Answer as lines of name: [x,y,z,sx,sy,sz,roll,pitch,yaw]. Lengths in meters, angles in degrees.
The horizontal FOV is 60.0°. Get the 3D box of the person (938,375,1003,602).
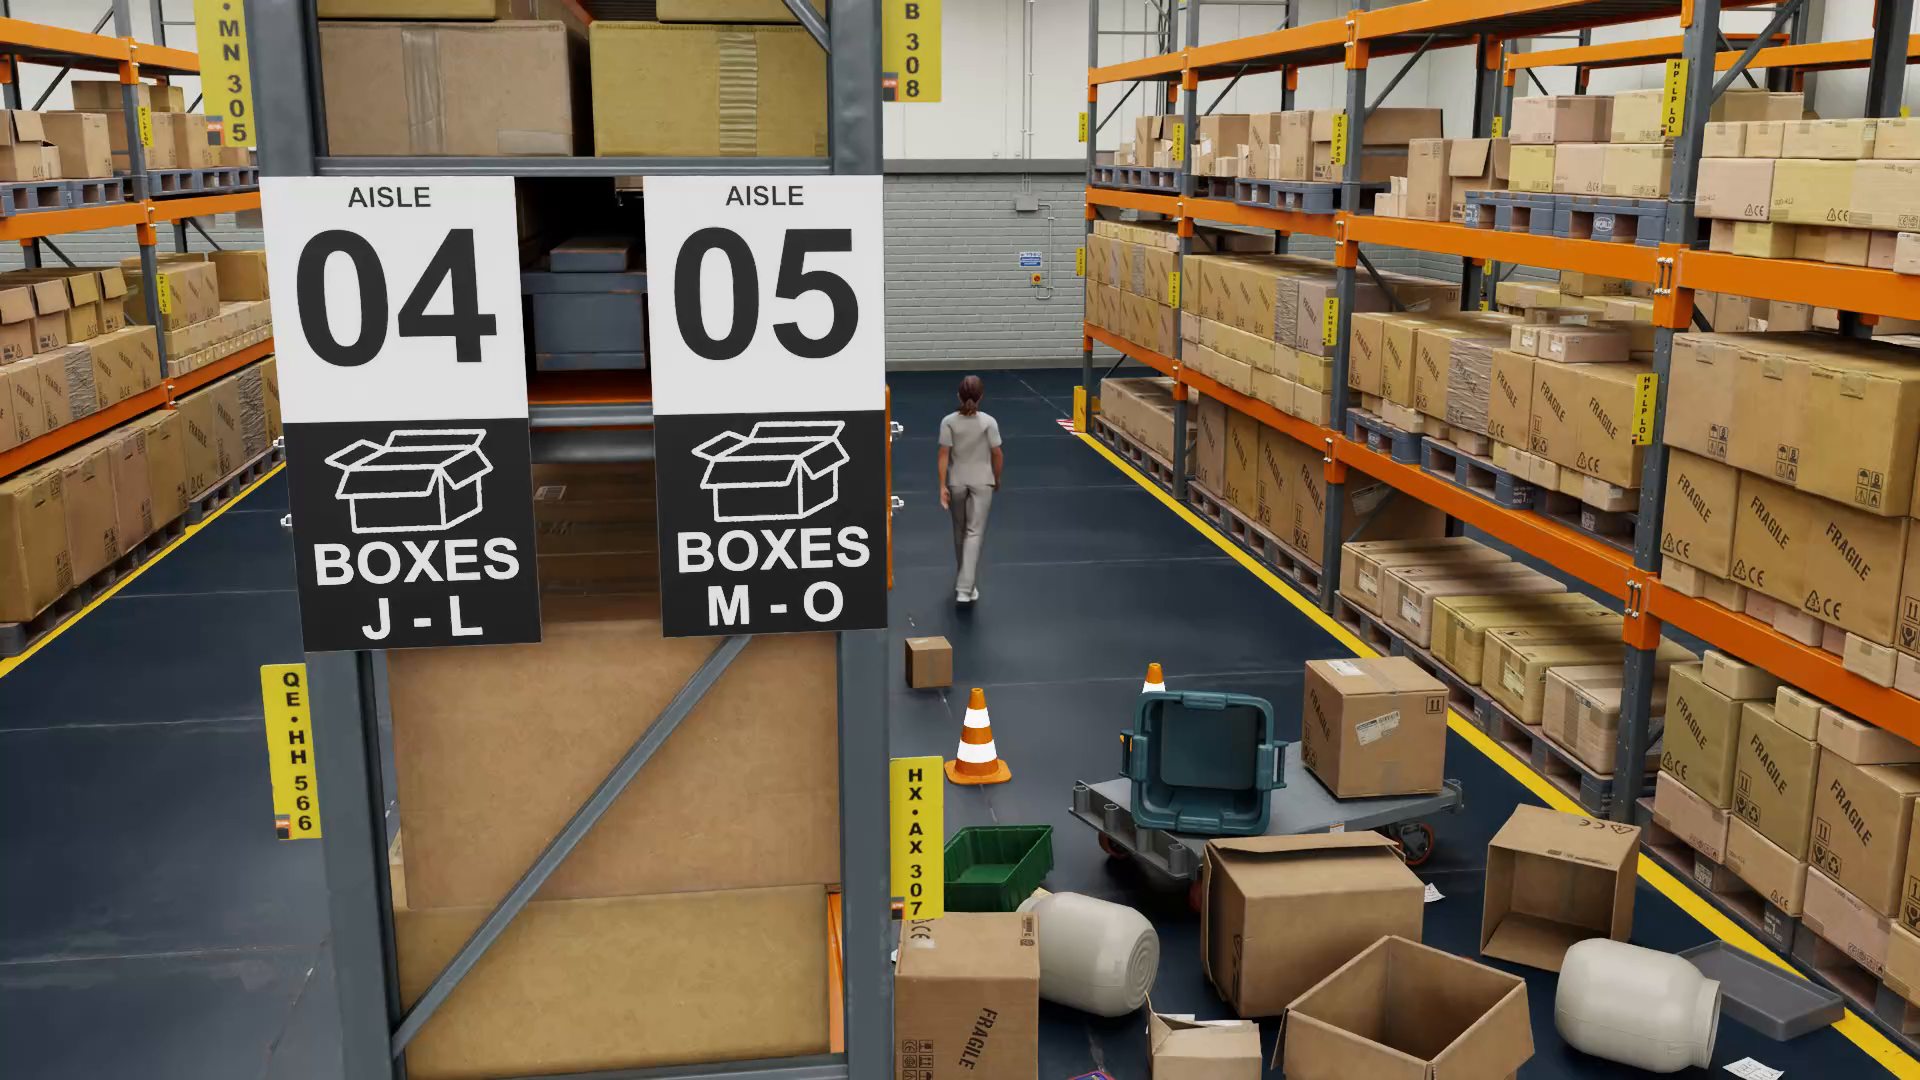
person: [0.091,-0.419,12.213,0.454,1.602,1.032,3,13,11]
